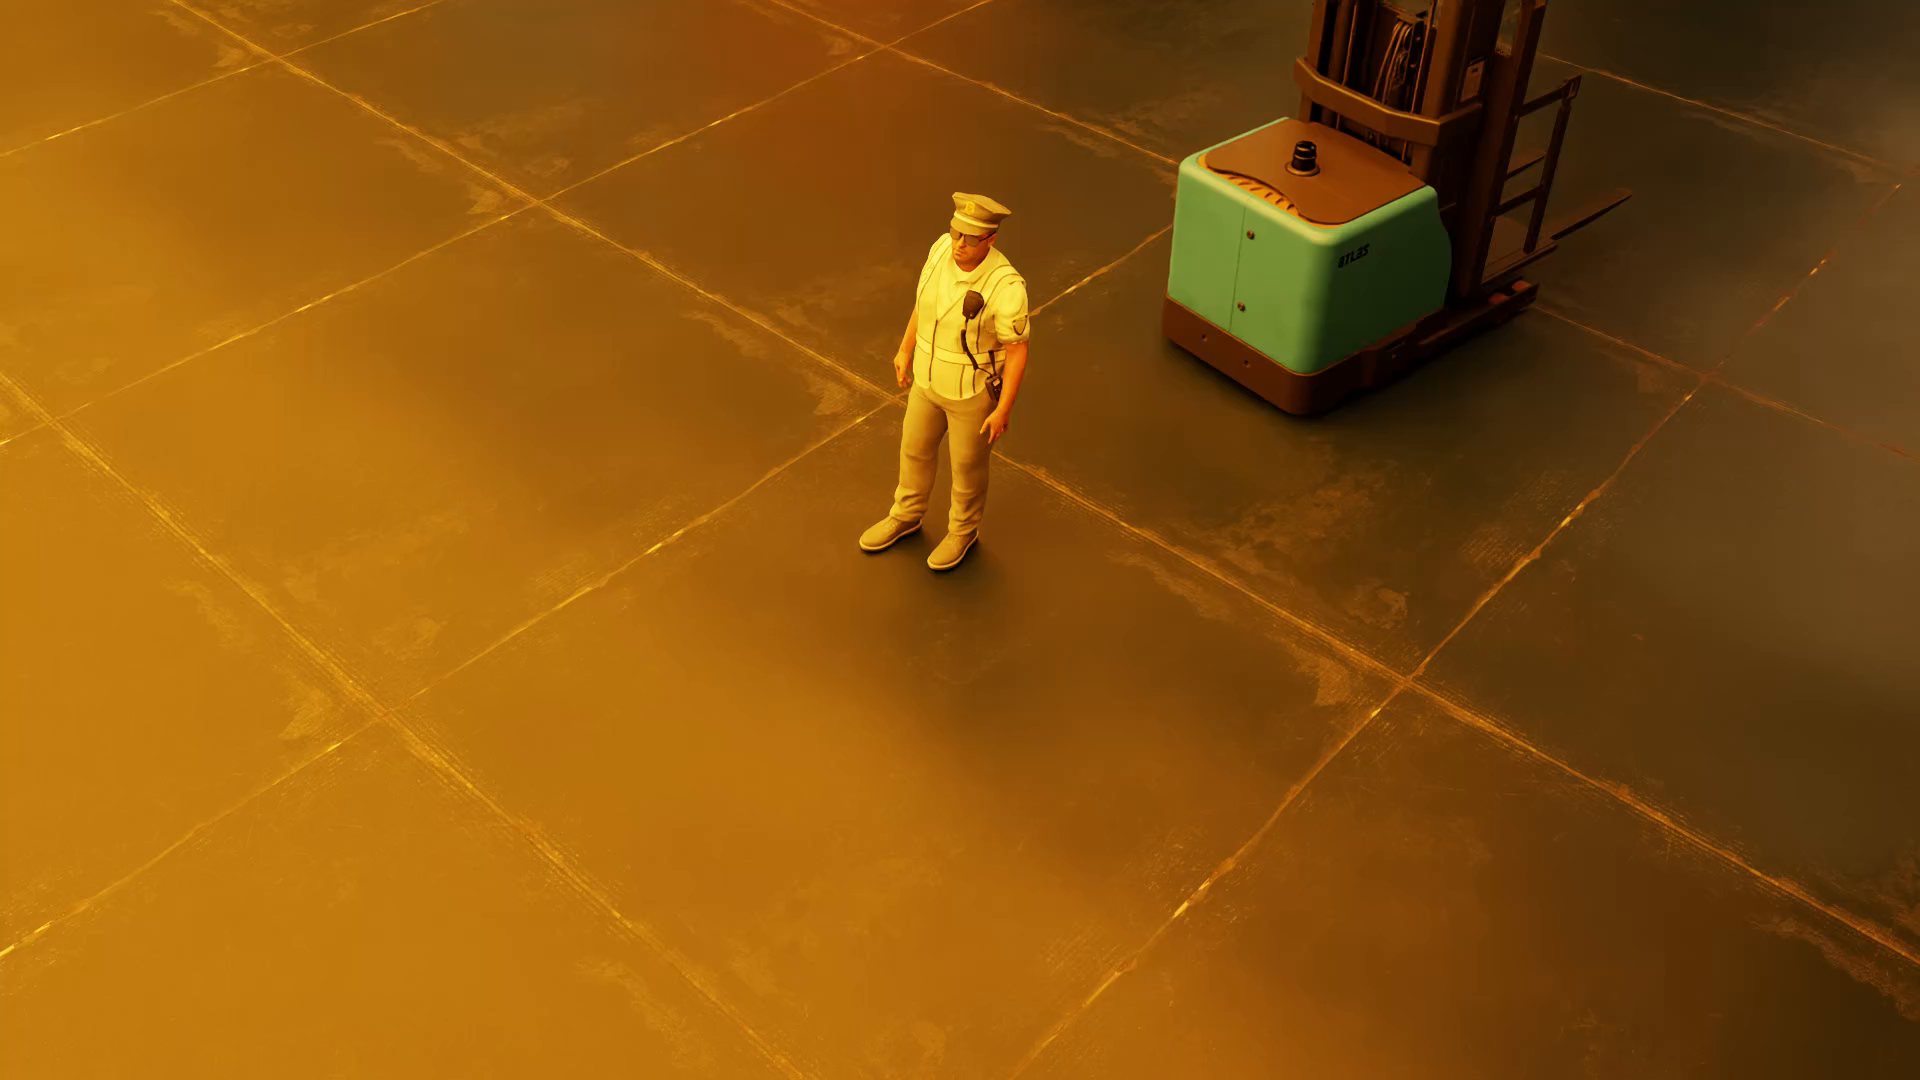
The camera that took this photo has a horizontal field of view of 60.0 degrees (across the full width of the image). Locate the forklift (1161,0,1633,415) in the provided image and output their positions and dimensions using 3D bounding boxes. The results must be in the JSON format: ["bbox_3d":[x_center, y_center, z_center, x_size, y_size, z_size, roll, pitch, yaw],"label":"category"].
[{"bbox_3d":[2.541,-2.534,8.382,3.031,2.935,1.130,-27,48,-28],"label":"forklift"}]

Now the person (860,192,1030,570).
[{"bbox_3d":[-0.061,-0.650,7.057,0.640,1.781,0.575,31,49,31],"label":"person"}]
